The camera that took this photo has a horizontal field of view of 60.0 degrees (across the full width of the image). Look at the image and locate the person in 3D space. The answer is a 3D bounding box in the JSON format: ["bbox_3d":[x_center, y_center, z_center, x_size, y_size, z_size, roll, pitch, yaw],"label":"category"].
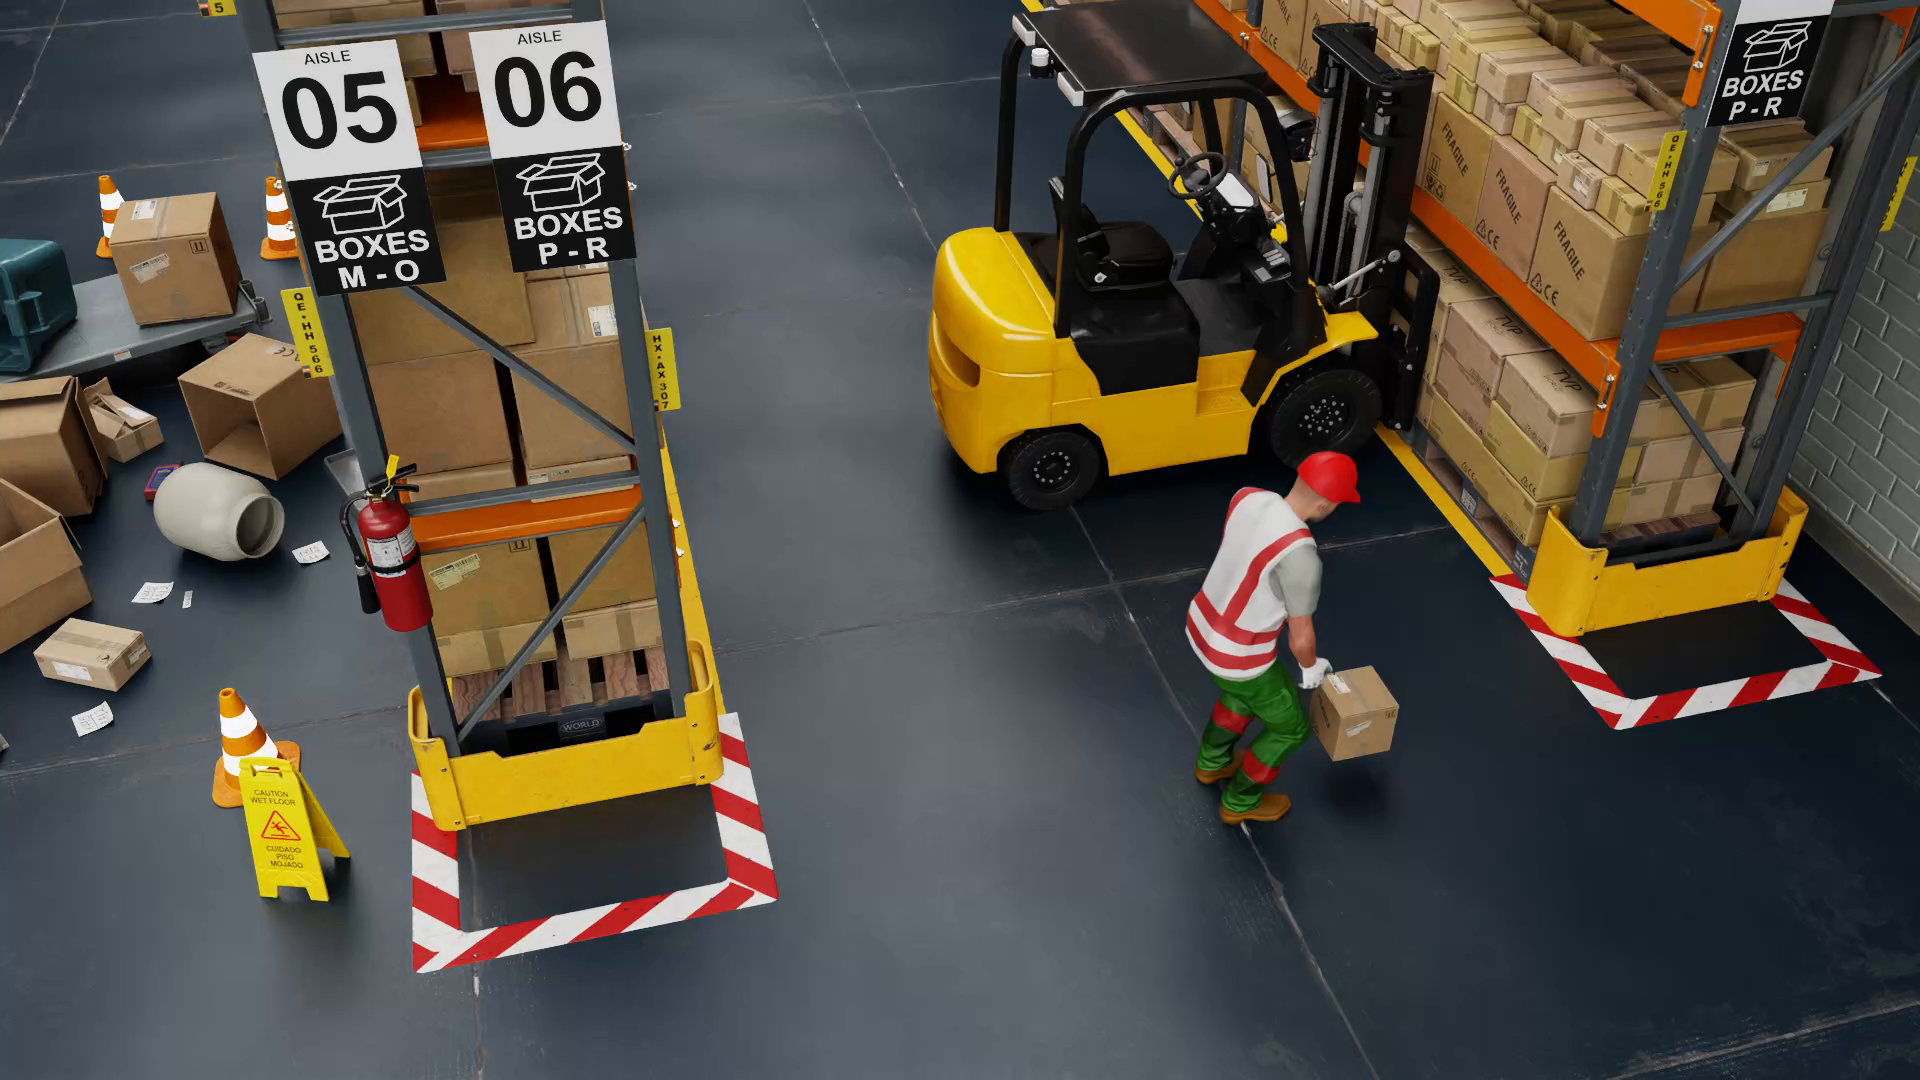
[{"bbox_3d":[1.161,0.364,6.361,0.602,1.627,0.568,-9,39,-11],"label":"person"}]
